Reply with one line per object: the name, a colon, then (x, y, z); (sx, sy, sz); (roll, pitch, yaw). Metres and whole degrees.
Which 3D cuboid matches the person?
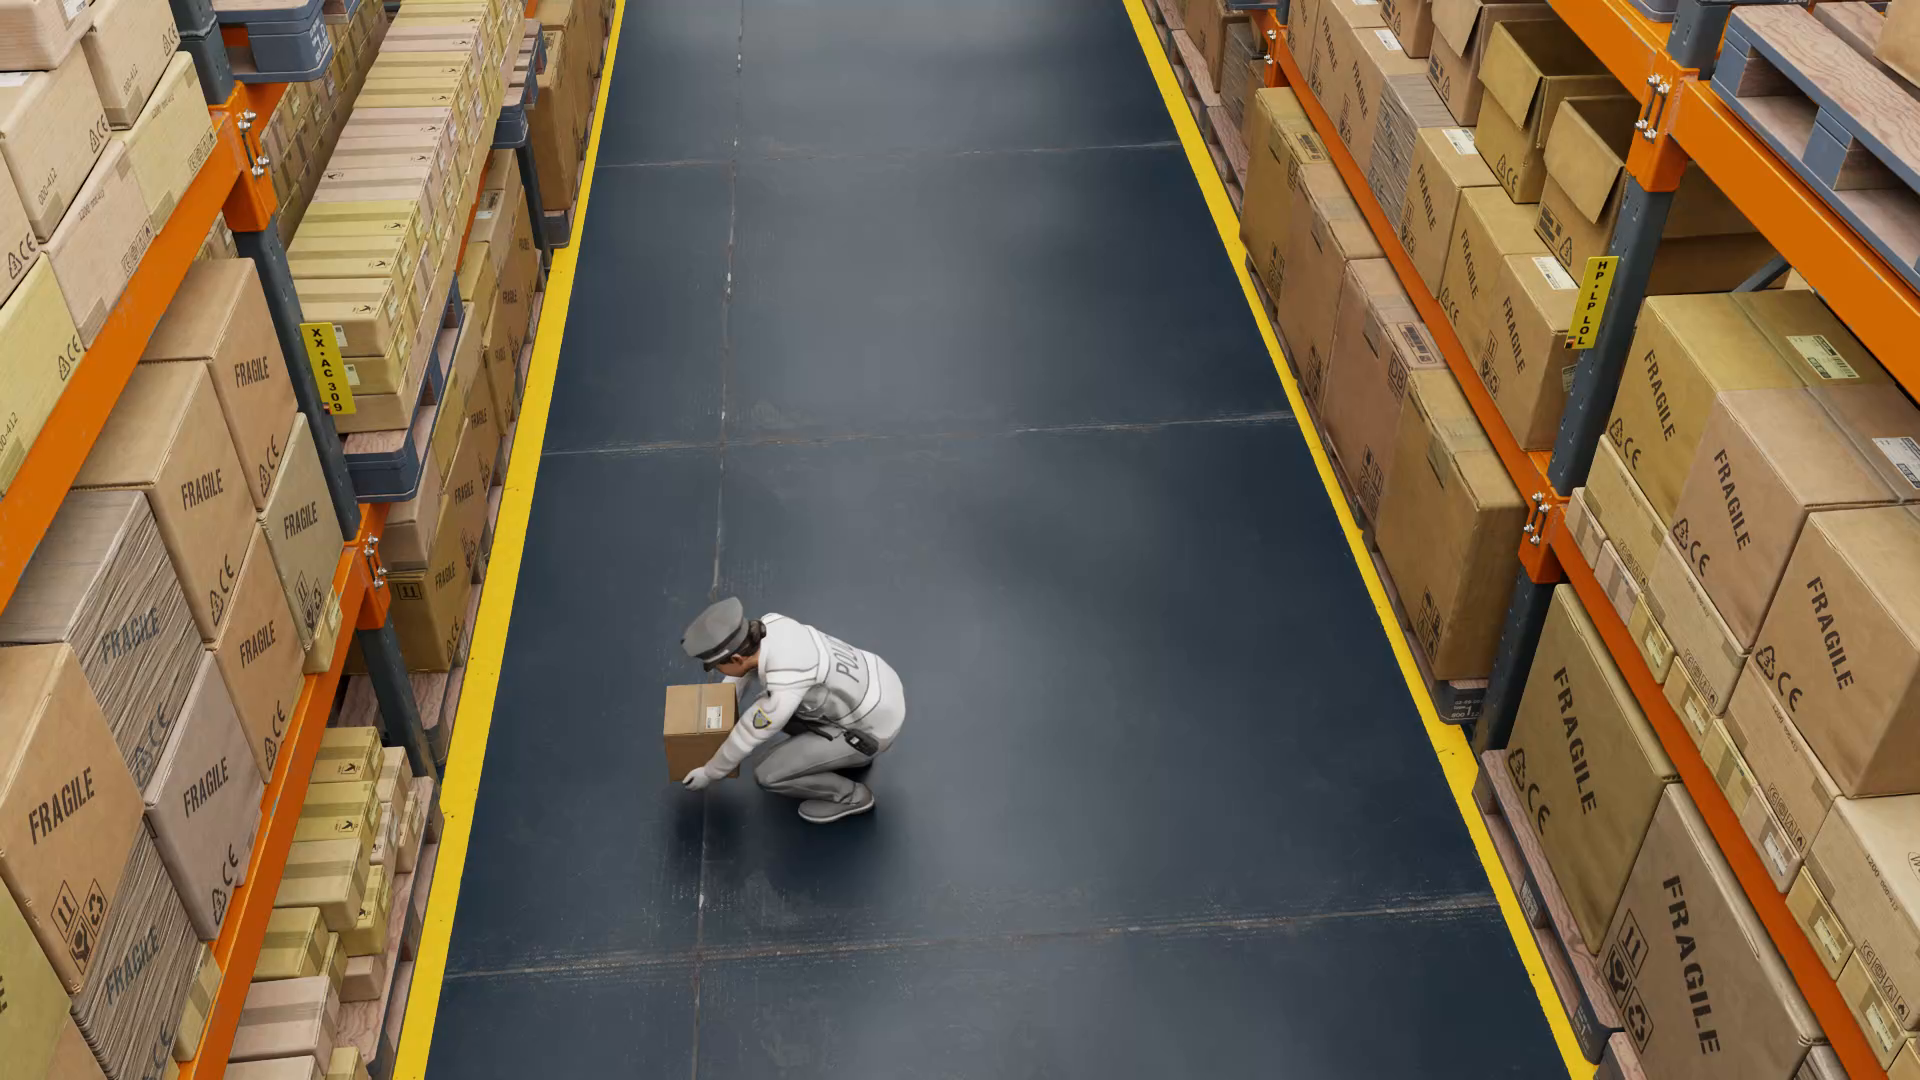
person: (-0.612, 0.571, 6.022); (0.822, 0.964, 0.503); (-3, 39, -4)
